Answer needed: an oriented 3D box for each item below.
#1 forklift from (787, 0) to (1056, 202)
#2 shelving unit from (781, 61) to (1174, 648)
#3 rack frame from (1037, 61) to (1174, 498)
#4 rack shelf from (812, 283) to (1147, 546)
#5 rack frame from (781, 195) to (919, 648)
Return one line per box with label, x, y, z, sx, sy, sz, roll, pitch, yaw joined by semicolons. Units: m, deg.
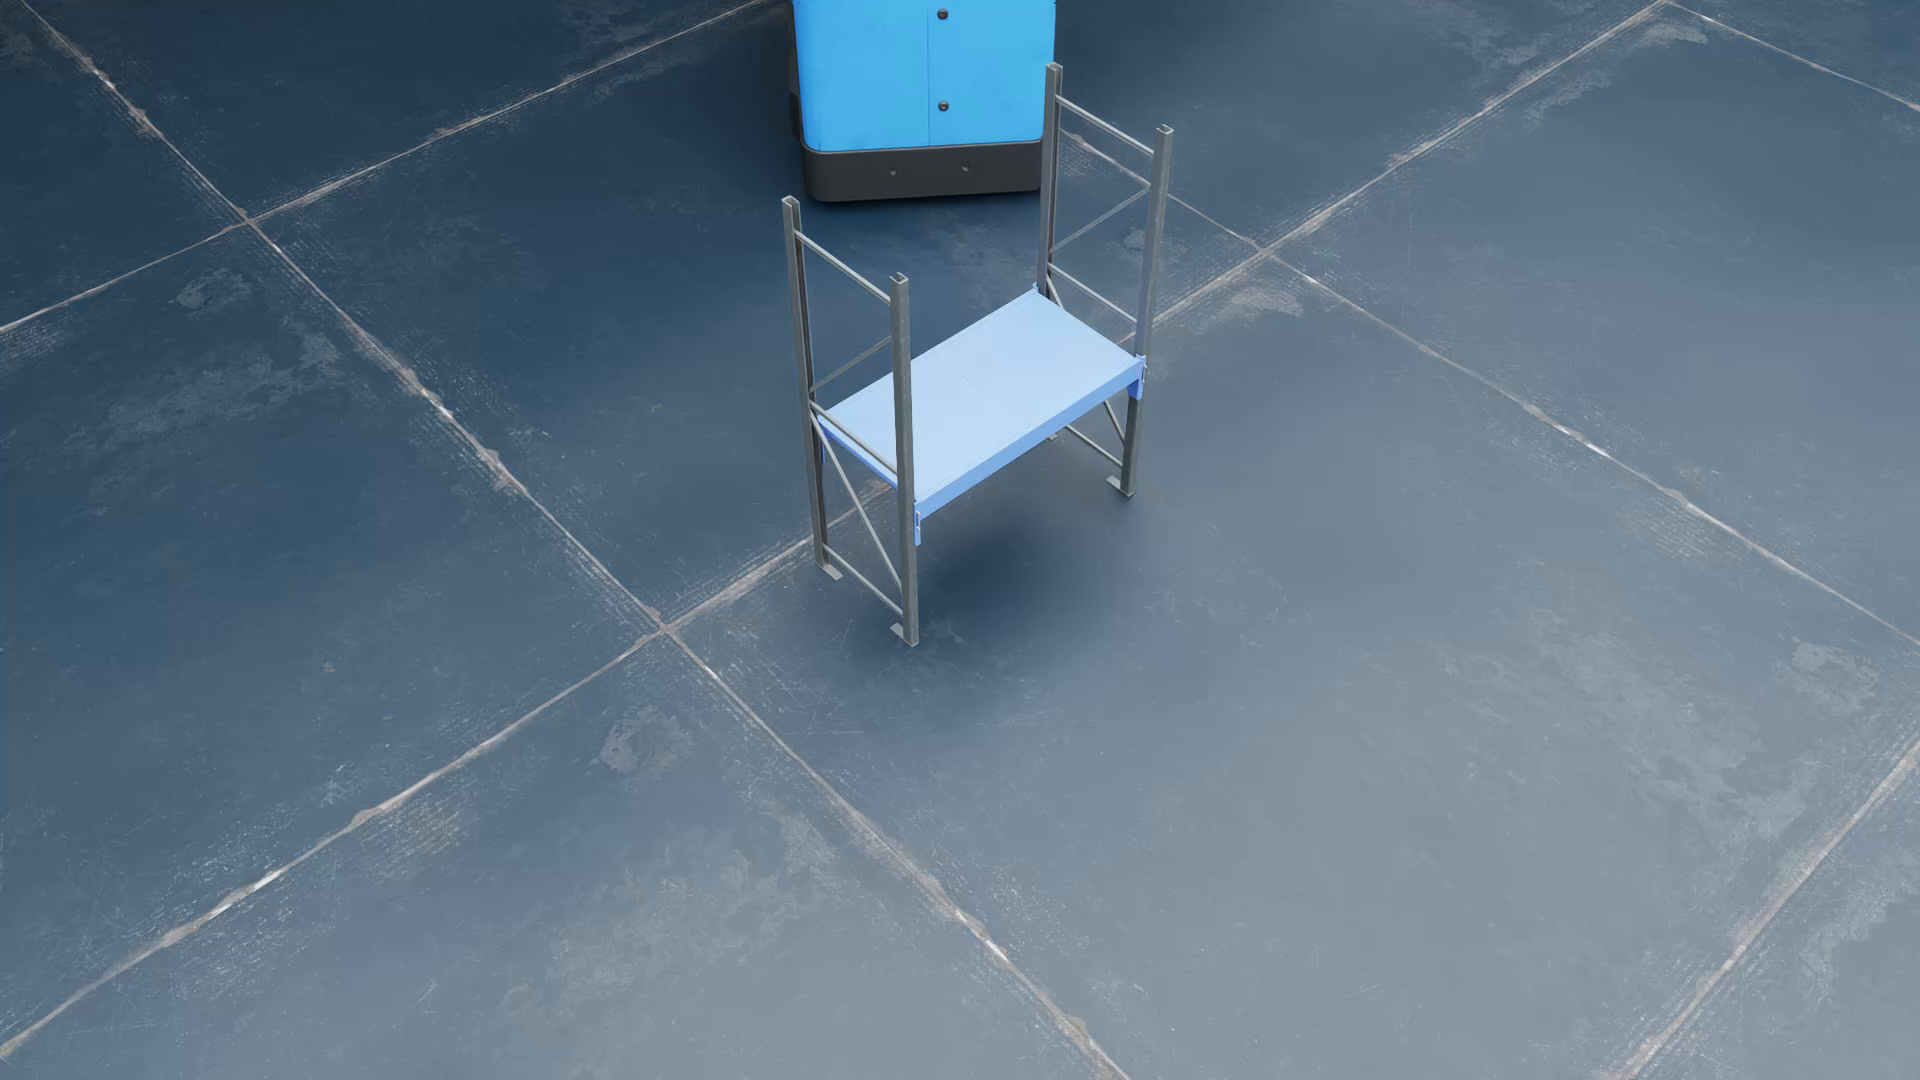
forklift;-0.265;-3.495;6.981;1.130;2.935;3.031;-4;47;-4
shelving unit;0.063;-0.551;5.238;1.048;1.500;0.538;-34;56;-27
rack frame;0.439;-0.802;5.470;0.032;1.500;0.500;-34;56;-27
rack shelf;0.063;-0.429;5.370;1.000;0.185;0.538;-34;56;-27
rack frame;-0.313;-0.299;5.006;0.032;1.500;0.500;-34;56;-27
